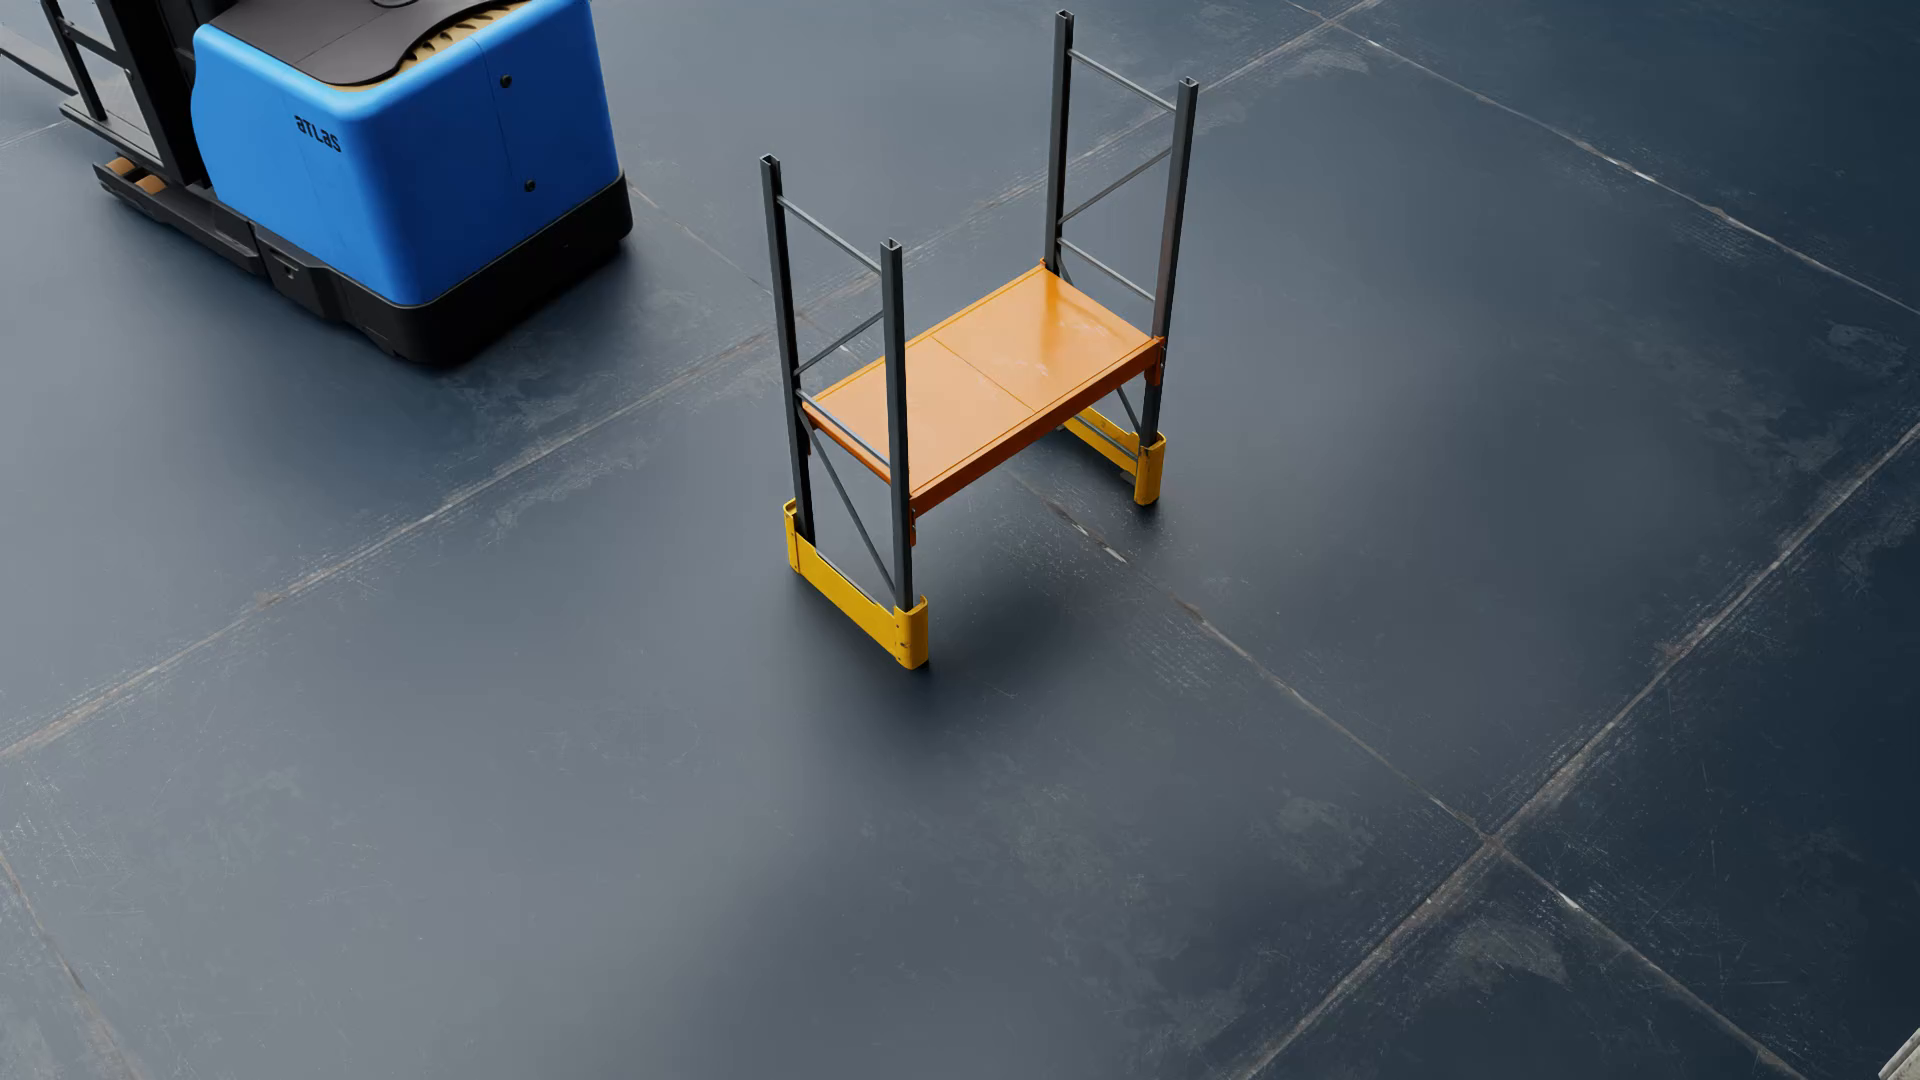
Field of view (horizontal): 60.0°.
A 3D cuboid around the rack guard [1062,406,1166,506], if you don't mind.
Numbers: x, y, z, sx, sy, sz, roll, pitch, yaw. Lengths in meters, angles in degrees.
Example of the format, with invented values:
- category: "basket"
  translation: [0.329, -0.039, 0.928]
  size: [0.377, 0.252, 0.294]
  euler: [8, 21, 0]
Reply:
- category: "rack guard"
  translation: [0.425, -0.369, 5.420]
  size: [0.087, 0.250, 0.587]
  euler: [-34, 56, -27]

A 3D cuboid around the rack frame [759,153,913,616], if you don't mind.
- category: "rack frame"
  translation: [-0.313, -0.299, 4.506]
  size: [0.032, 1.500, 0.500]
  euler: [-34, 56, -27]

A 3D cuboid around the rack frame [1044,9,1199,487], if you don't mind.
- category: "rack frame"
  translation: [0.439, -0.802, 4.970]
  size: [0.032, 1.500, 0.500]
  euler: [-34, 56, -27]

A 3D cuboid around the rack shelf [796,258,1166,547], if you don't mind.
- category: "rack shelf"
  translation: [0.063, -0.429, 4.870]
  size: [1.000, 0.185, 0.538]
  euler: [-34, 56, -27]

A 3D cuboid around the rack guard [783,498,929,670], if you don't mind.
- category: "rack guard"
  translation: [-0.312, 0.124, 4.966]
  size: [0.087, 0.250, 0.587]
  euler: [-34, 56, -27]

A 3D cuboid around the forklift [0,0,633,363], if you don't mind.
- category: "forklift"
  translation: [-2.708, -2.502, 5.564]
  size: [3.031, 2.935, 1.130]
  euler: [29, 54, 24]

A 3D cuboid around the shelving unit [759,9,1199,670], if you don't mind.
- category: "shelving unit"
  translation: [0.056, -0.546, 4.734]
  size: [1.083, 1.500, 0.587]
  euler: [-34, 56, -27]
